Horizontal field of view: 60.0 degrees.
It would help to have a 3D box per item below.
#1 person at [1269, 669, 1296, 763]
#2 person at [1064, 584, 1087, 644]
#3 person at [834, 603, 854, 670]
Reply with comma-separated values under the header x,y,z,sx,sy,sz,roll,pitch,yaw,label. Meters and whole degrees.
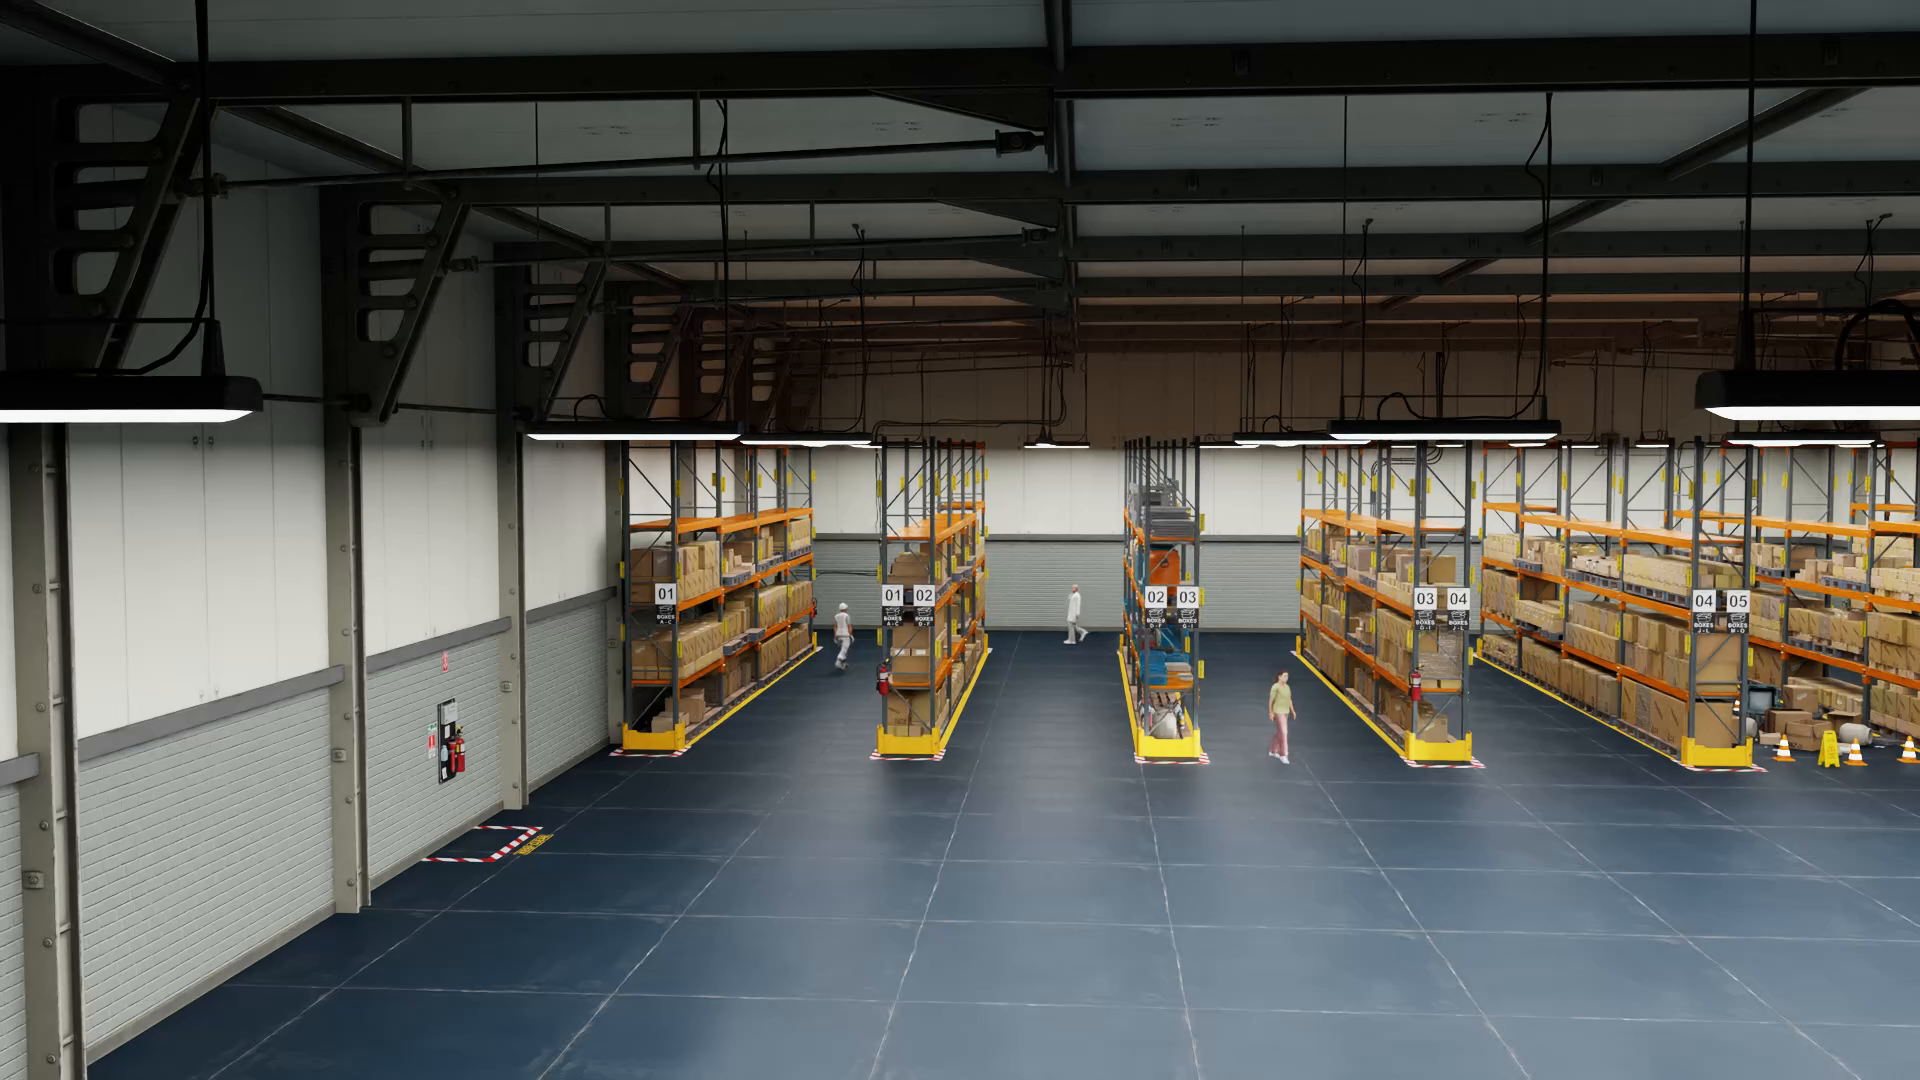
x,y,z,sx,sy,sz,roll,pitch,yaw,label
5.980,3.258,30.839,0.613,1.721,0.487,3,4,44,person
3.432,2.190,49.342,0.766,1.757,0.578,-1,3,-11,person
-3.046,2.523,43.362,0.588,1.771,0.962,2,4,33,person
